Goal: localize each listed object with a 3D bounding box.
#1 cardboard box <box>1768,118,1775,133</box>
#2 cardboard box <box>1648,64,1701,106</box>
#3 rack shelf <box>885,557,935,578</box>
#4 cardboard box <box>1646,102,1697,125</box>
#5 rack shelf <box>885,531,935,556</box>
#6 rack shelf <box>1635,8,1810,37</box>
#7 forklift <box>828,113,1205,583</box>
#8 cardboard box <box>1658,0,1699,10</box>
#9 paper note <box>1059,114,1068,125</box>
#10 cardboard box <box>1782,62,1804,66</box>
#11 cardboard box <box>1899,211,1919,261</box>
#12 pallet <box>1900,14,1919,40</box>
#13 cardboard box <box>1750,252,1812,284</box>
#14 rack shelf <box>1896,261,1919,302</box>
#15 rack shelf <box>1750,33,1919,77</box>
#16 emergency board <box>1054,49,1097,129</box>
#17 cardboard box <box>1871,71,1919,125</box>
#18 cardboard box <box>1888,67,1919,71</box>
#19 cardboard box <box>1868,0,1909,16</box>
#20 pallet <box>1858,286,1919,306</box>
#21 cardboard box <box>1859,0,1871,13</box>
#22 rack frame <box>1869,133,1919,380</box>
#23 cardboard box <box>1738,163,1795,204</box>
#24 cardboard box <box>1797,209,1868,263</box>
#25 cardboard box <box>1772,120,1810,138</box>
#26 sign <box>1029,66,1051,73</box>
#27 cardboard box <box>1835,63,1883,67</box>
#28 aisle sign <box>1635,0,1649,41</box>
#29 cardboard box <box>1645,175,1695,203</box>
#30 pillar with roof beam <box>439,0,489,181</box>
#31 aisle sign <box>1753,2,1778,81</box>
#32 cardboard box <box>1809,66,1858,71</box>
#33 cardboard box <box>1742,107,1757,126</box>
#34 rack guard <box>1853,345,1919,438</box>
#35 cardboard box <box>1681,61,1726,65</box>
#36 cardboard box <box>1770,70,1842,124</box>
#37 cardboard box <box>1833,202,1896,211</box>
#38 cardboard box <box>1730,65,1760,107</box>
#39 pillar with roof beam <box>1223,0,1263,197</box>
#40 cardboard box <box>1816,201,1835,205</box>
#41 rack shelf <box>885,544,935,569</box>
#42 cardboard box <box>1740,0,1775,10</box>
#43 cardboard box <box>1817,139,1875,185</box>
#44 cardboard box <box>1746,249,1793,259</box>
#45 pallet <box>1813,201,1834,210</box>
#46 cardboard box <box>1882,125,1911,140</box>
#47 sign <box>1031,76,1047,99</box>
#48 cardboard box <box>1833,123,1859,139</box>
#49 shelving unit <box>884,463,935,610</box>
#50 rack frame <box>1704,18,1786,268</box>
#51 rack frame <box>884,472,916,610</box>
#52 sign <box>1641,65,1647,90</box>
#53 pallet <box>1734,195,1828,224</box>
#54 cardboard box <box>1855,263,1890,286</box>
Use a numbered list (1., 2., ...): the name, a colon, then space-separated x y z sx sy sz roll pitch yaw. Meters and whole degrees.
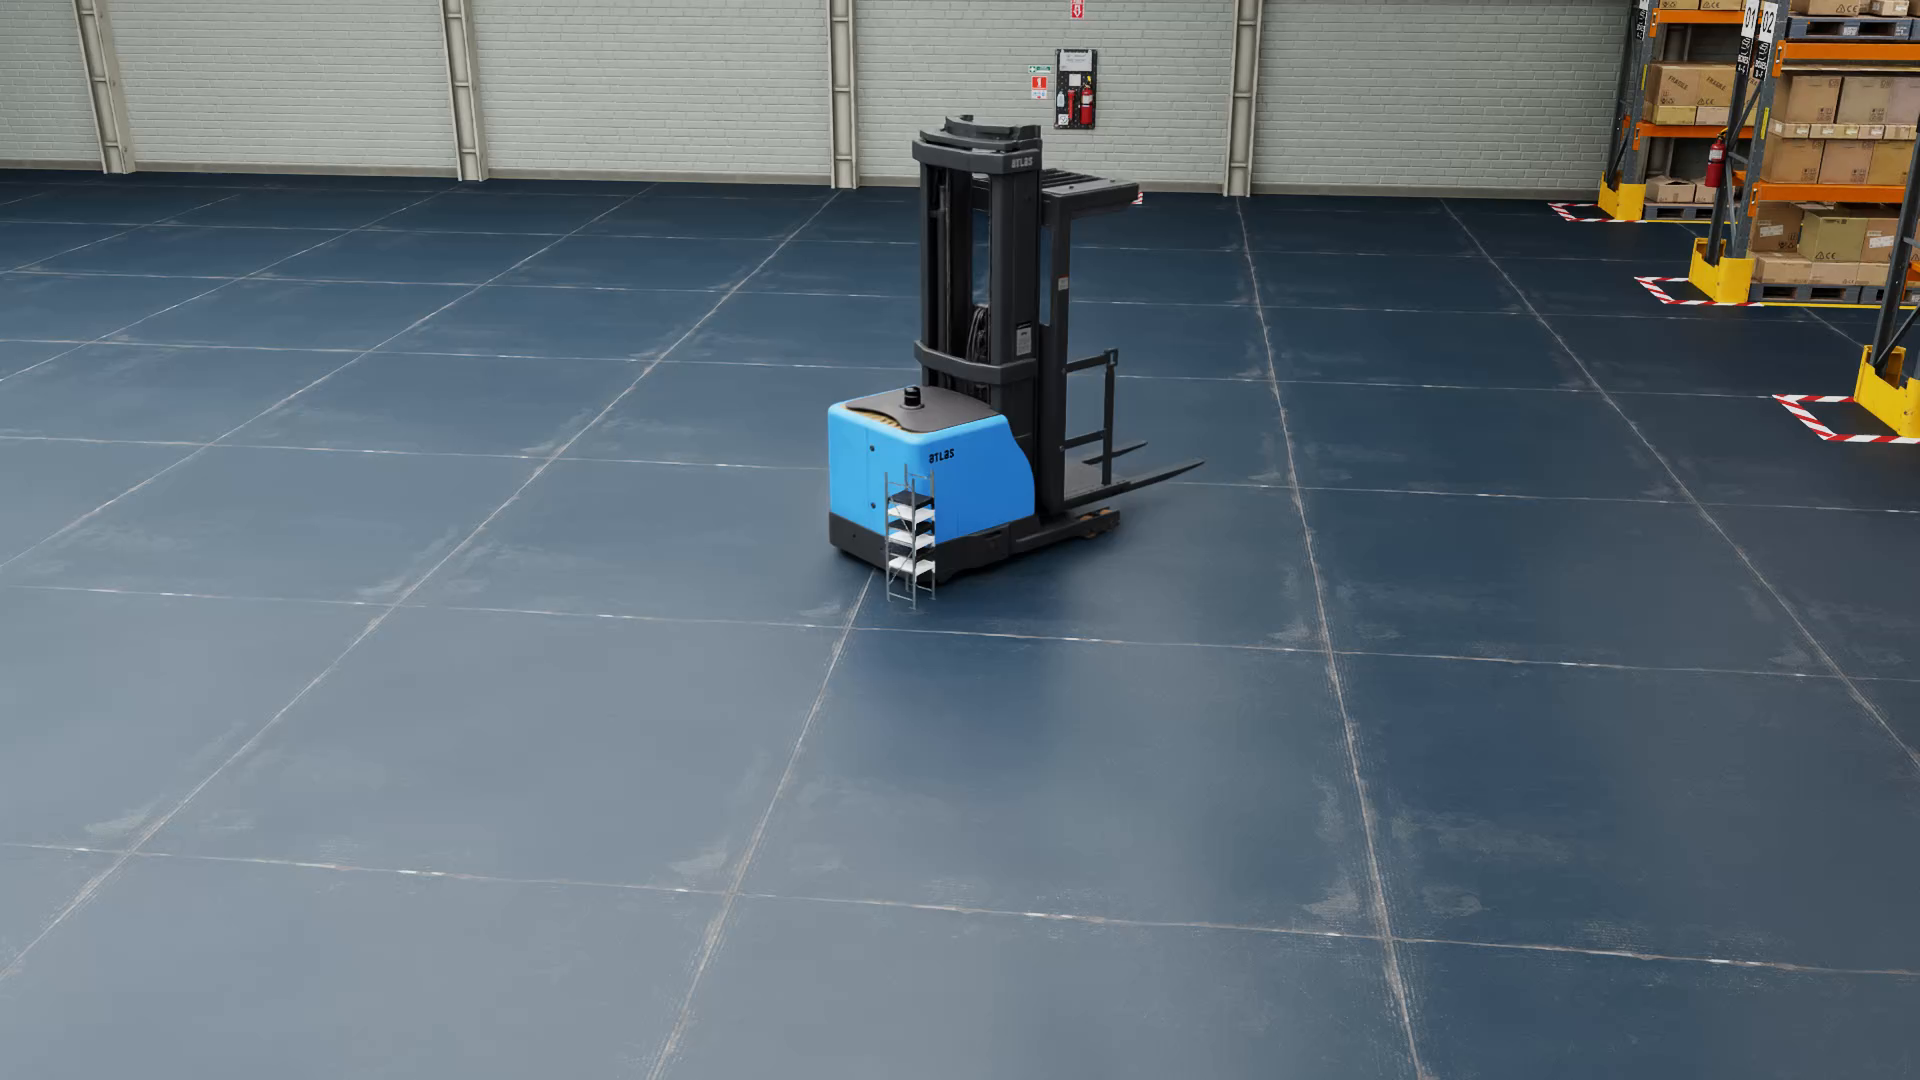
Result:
1. cardboard box: 9.165 -4.666 18.643 0.250 0.149 0.380 2 22 5
2. cardboard box: 9.781 -6.231 22.778 0.500 0.500 0.500 3 22 6
3. rack shelf: -0.323 0.178 10.845 0.258 0.077 0.200 15 26 34
4. cardboard box: 9.790 -5.876 22.899 0.500 0.250 0.500 2 22 5
5. rack shelf: -0.323 0.011 10.779 0.258 0.077 0.200 15 26 34
6. rack shelf: 11.329 -7.047 22.583 4.000 0.370 1.077 2 22 6
7. forklift: 0.533 -1.505 11.759 3.031 2.935 1.130 -17 27 -37
8. cardboard box: 9.645 -7.418 22.380 0.500 0.500 0.500 3 22 8
9. paper note: 1.564 -6.362 25.151 0.142 0.148 0.016 2 22 6
10. cardboard box: 11.348 -6.351 23.080 0.500 0.500 0.500 3 22 7
11. cardboard box: 10.759 -3.359 18.506 0.500 0.500 0.500 2 22 6
12. pallet: 10.677 -5.526 17.879 1.213 0.211 1.003 2 22 6
13. cardboard box: 9.270 -3.077 18.811 0.500 0.250 0.500 2 22 6
14. rack shelf: 10.163 -2.035 13.986 4.000 0.370 1.077 2 22 6
15. rack shelf: 10.749 -5.238 18.008 4.000 0.370 1.077 2 22 6
16. emergency board: 1.731 -6.739 24.906 0.643 1.169 0.194 2 22 6
17. cardboard box: 10.301 -4.845 18.214 0.500 0.500 0.700 3 22 7
18. cardboard box: 12.809 -6.096 22.436 0.500 0.500 0.500 2 22 6
19. cardboard box: 9.911 -5.688 17.747 0.250 0.149 0.380 2 22 6
20. pallet: 10.736 -2.896 18.978 1.213 0.211 1.003 2 22 6
21. cardboard box: 9.938 -5.896 18.137 0.500 0.250 0.500 2 22 6
22. rack frame: 8.176 -2.456 14.072 0.127 3.000 1.000 2 22 6
23. cardboard box: 11.308 -4.978 23.252 0.500 0.500 0.700 1 22 3
24. cardboard box: 9.766 -3.404 18.620 0.500 0.500 0.500 2 22 6
25. cardboard box: 9.127 -4.517 18.267 0.250 0.149 0.380 2 22 6
26. sign: 1.198 -7.060 24.949 0.331 0.109 0.001 2 22 6
27. cardboard box: 12.359 -6.309 22.974 0.500 0.500 0.500 2 22 6
28. aisle sign: 9.236 -7.176 22.474 0.004 0.787 0.394 2 22 6
29. cardboard box: 10.019 -4.965 23.476 0.500 0.311 0.500 0 22 0
30. pillar with roof beam: -8.242 -8.356 20.835 0.400 9.000 9.100 2 22 6
31. aisle sign: 8.662 -5.364 17.893 0.004 0.787 0.394 2 22 6
32. cardboard box: 11.814 -6.141 22.550 0.500 0.500 0.500 2 22 5
33. cardboard box: 10.812 -5.834 22.794 0.500 0.250 0.500 2 22 5
34. rack guard: 8.257 -1.307 14.567 0.348 0.500 1.175 2 22 6
35. cardboard box: 10.334 -6.393 23.188 0.500 0.500 0.500 3 22 7
36. cardboard box: 9.278 -4.887 18.321 0.500 0.500 0.700 3 22 6
37. cardboard box: 10.325 -3.577 19.057 0.500 0.500 0.500 2 22 6
38. cardboard box: 10.783 -6.181 22.652 0.500 0.500 0.500 2 22 5
39. pillar with roof beam: 3.674 -7.836 19.522 0.400 9.000 9.100 2 22 6
40. cardboard box: 12.279 -4.973 23.239 0.500 0.500 0.500 1 22 2
41. rack shelf: -0.323 0.094 10.812 0.258 0.077 0.200 15 26 34
42. cardboard box: 10.690 -7.361 22.236 0.500 0.500 0.500 4 22 9
43. cardboard box: 9.747 -4.265 18.512 0.500 0.500 0.700 3 22 8
44. cardboard box: 9.330 -3.266 19.289 0.500 0.250 0.500 2 22 6
45. pallet: 12.644 -4.619 23.337 1.213 0.211 1.003 2 22 6
46. cardboard box: 10.153 -4.473 18.155 0.250 0.149 0.380 2 22 4
47. sign: 1.195 -6.817 25.055 0.234 0.329 0.001 2 22 6
48. cardboard box: 9.638 -4.495 18.212 0.250 0.149 0.380 3 22 7
49. shelving unit: -0.323 -0.020 10.767 0.258 0.900 0.210 15 26 34
50. rack frame: 8.763 -4.264 18.646 0.127 3.000 1.000 2 22 6
51. rack frame: -0.384 0.010 10.691 0.240 0.900 0.006 15 26 34
52. sign: 9.279 -6.278 22.561 0.005 0.325 0.100 2 22 6
53. pallet: 11.429 -4.671 23.468 1.213 0.211 1.003 2 22 6
54. cardboard box: 10.263 -3.034 18.704 0.500 0.250 0.500 2 22 6
